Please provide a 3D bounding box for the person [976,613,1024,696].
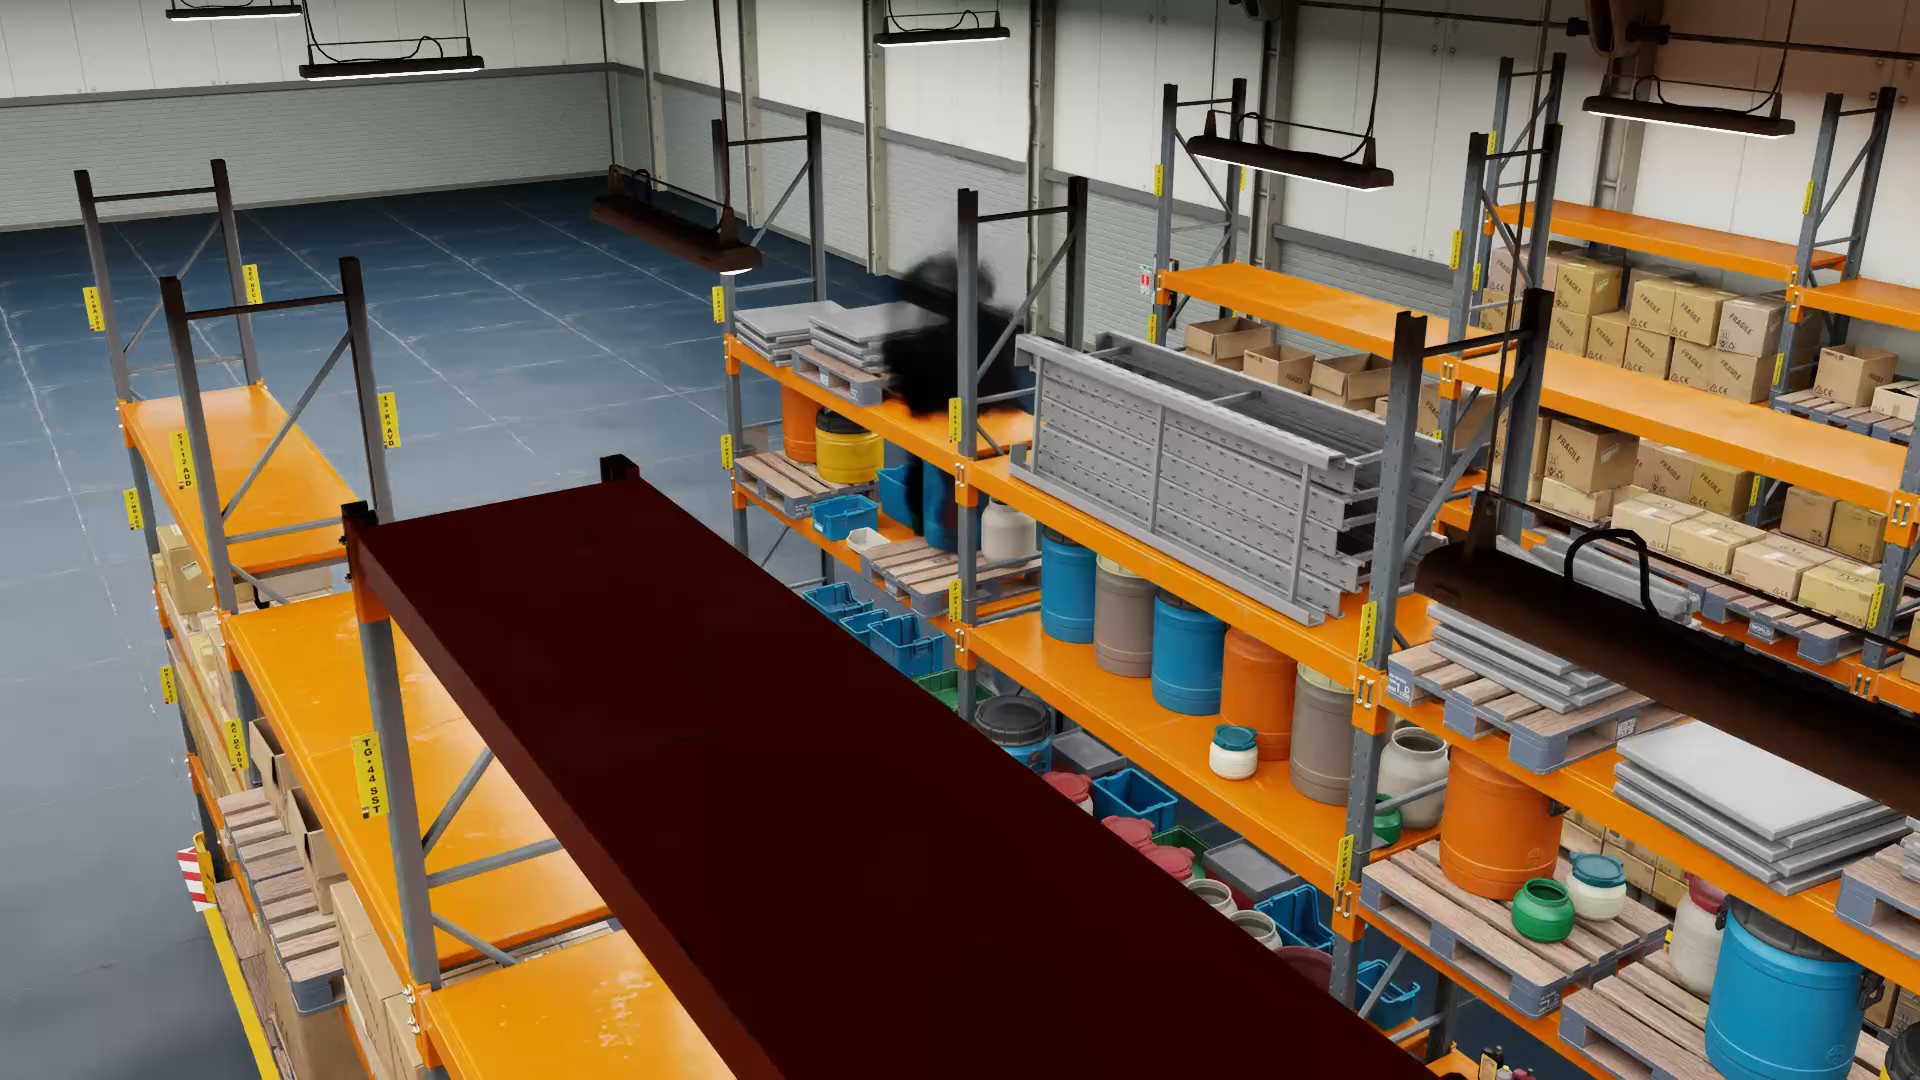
[{"bbox_3d":[0.244,1.010,16.511,0.715,1.793,0.625,19,29,39],"label":"person"}]
